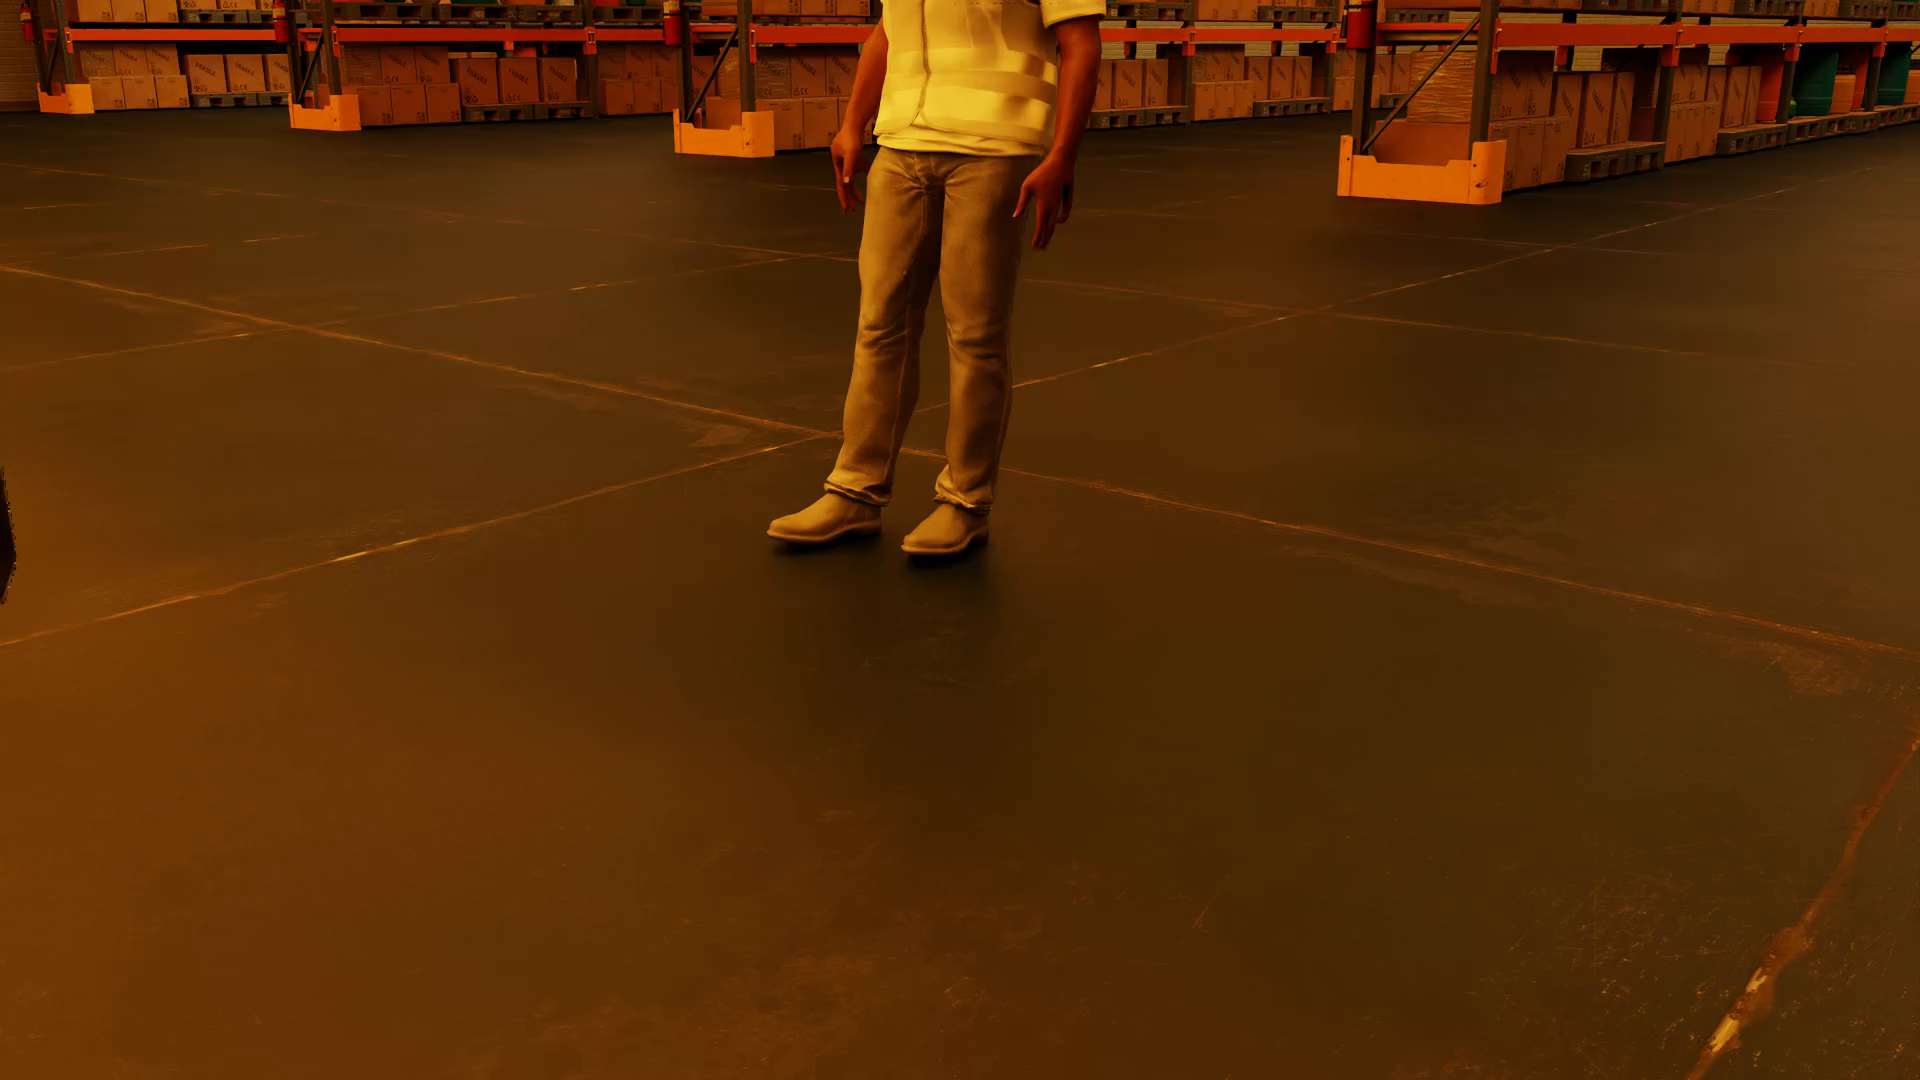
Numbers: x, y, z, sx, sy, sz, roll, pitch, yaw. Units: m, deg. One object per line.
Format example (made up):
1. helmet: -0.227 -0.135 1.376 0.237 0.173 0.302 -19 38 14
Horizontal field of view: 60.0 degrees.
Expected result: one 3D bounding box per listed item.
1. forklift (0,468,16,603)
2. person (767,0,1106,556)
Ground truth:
1. forklift: -3.238 -1.003 2.202 3.031 2.935 1.130 -7 18 -23
2. person: -0.048 -0.837 3.634 0.666 1.768 0.575 13 21 37
